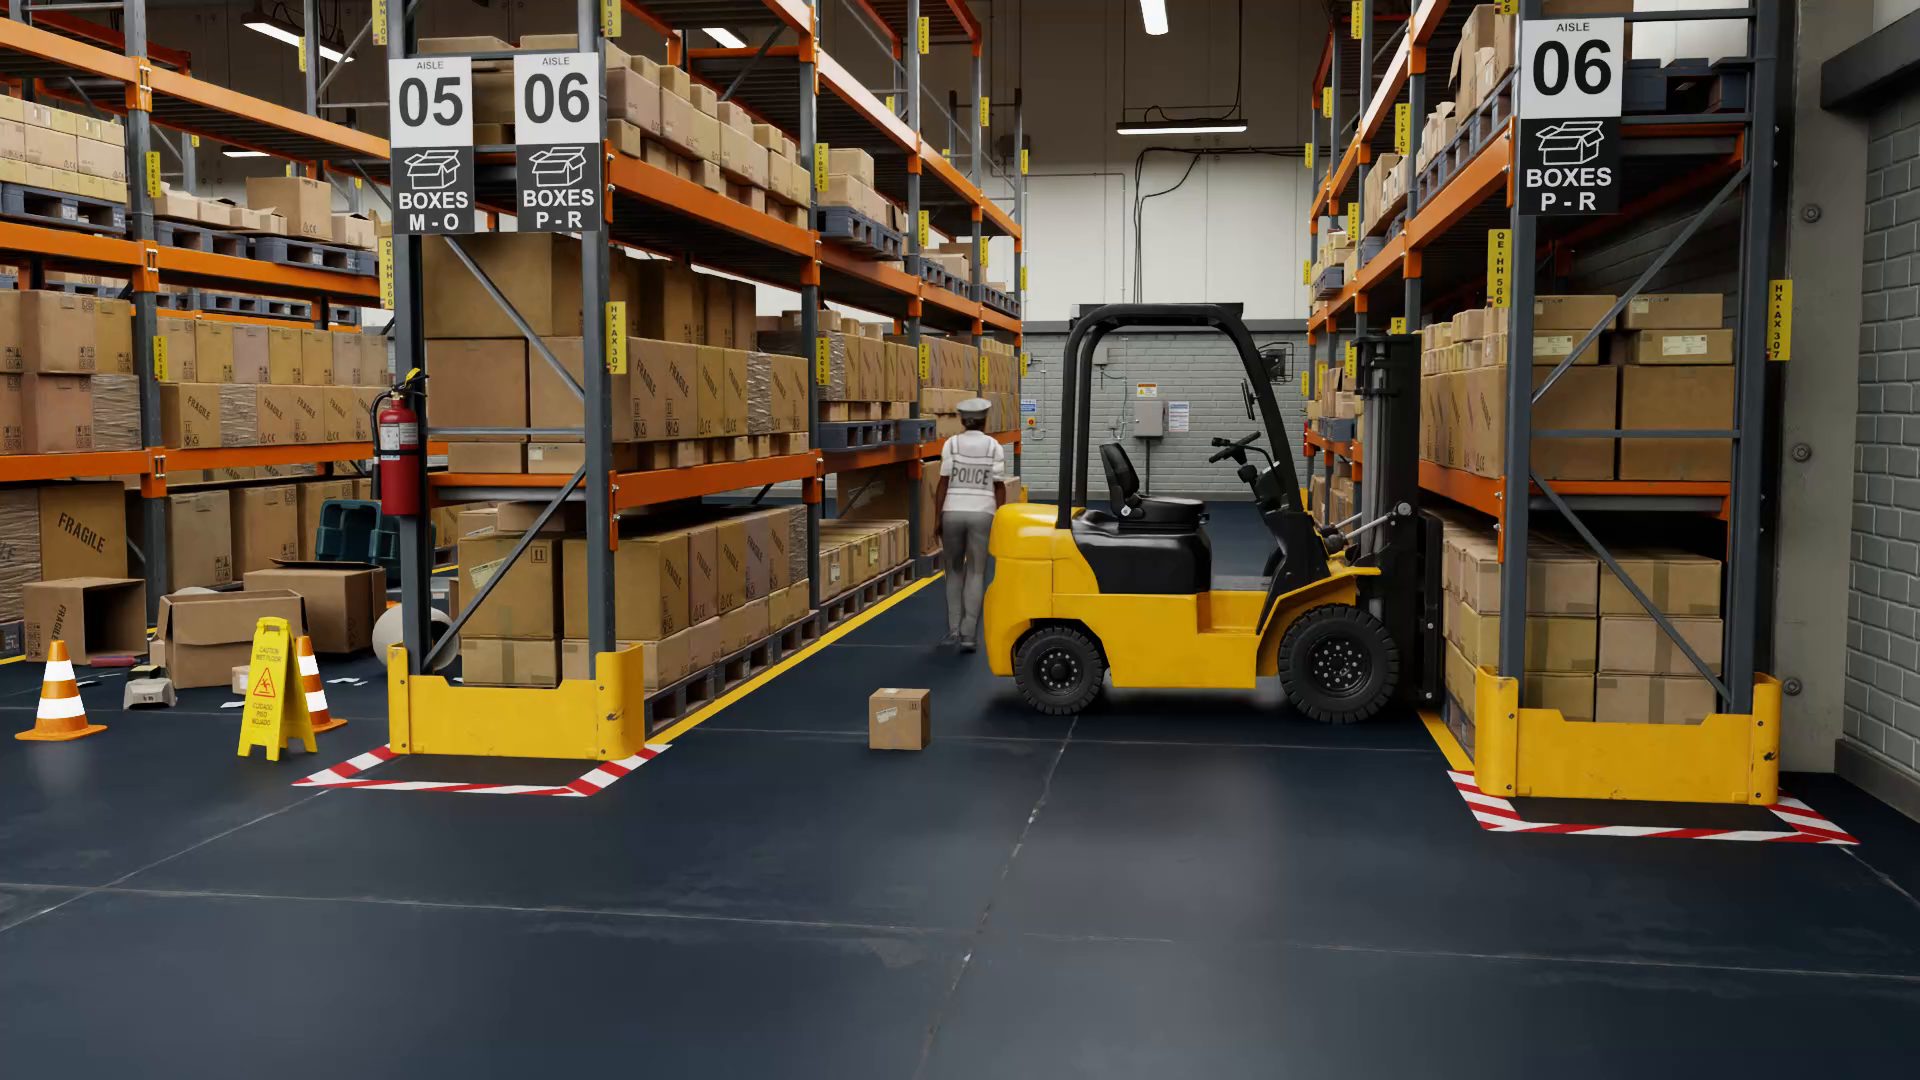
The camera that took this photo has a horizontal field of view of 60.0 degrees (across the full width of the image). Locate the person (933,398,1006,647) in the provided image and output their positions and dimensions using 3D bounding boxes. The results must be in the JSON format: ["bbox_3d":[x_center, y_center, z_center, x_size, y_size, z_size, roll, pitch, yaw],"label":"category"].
[{"bbox_3d":[0.066,-0.088,11.130,0.475,1.728,0.511,0,5,5],"label":"person"}]
